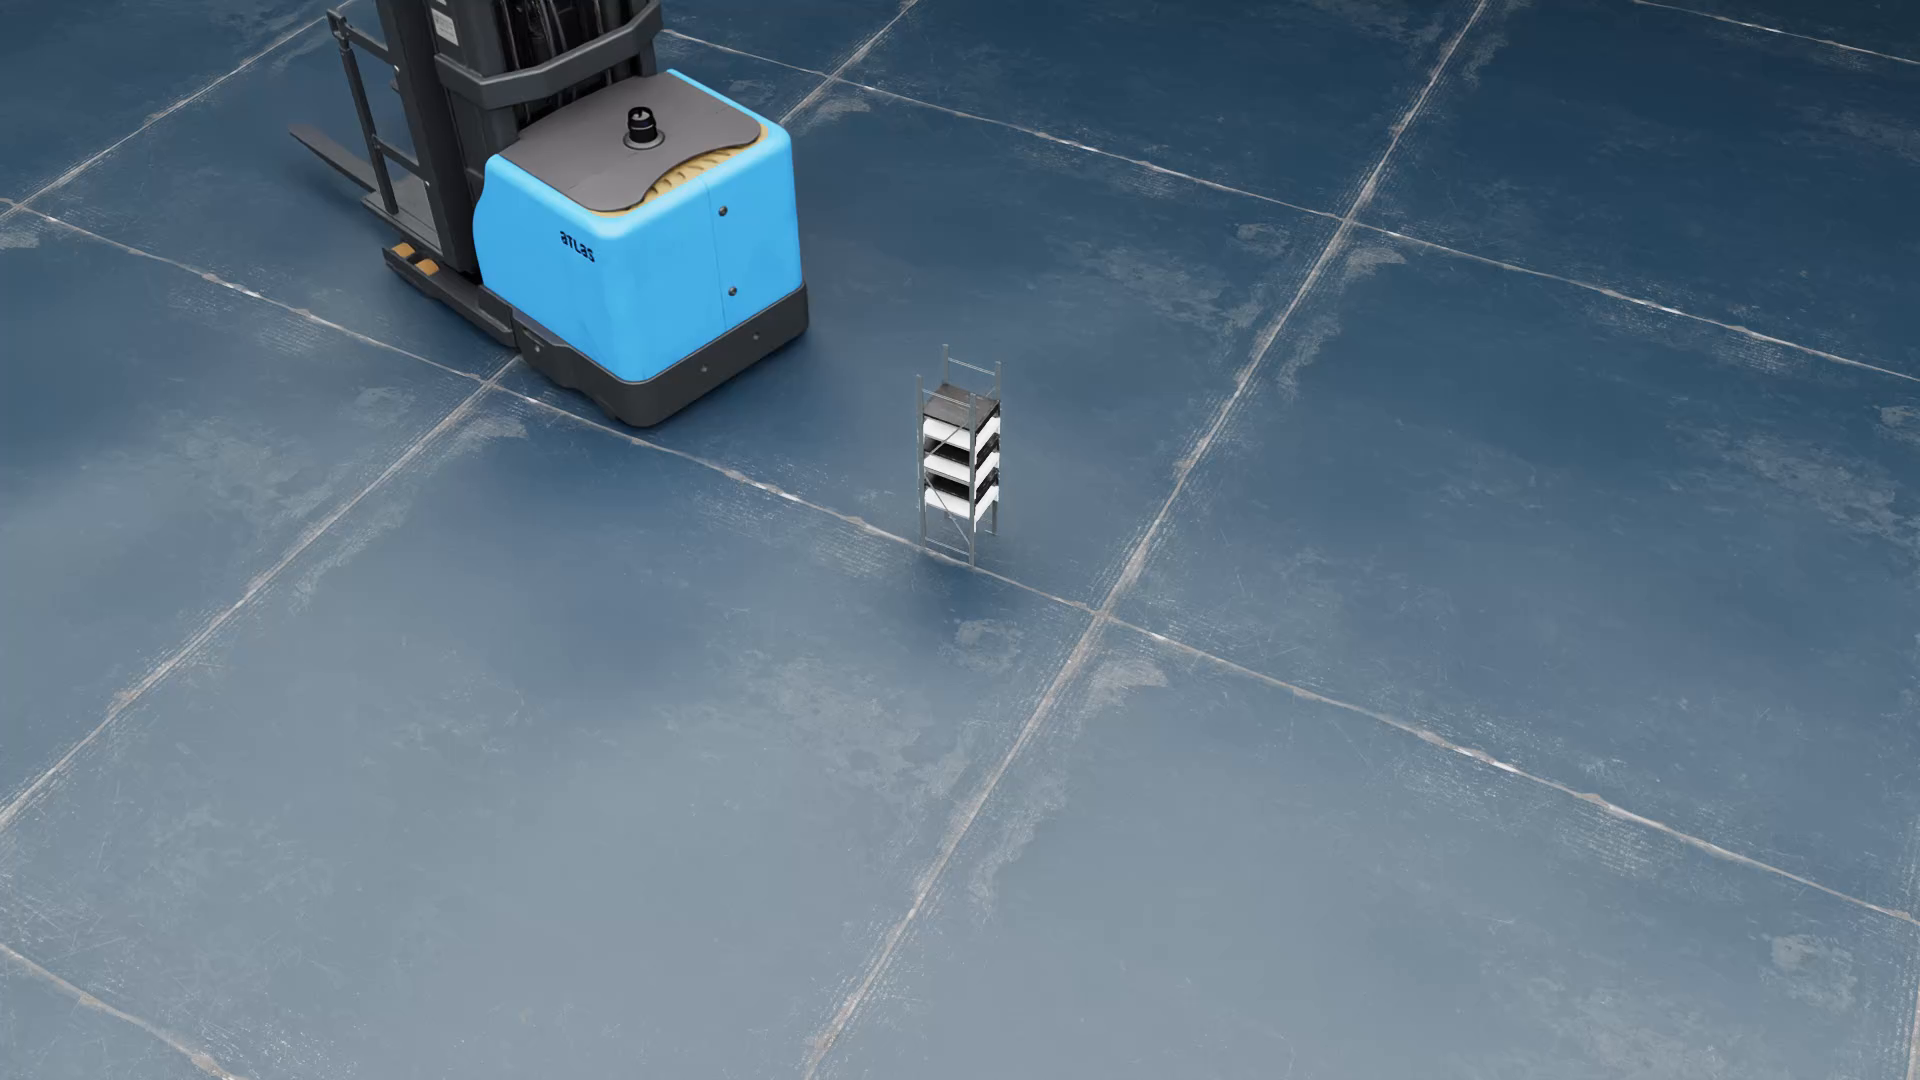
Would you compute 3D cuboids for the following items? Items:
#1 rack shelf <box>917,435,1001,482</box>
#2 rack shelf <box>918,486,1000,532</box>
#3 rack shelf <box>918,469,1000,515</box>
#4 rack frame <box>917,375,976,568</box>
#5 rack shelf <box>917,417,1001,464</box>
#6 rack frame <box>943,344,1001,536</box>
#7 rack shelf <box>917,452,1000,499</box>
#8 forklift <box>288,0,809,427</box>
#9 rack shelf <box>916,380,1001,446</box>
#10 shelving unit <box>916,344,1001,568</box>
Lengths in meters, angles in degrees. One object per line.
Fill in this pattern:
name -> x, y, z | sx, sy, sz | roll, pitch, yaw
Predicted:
rack shelf -> -0.004, -0.351, 6.385 | 0.258, 0.077, 0.200 | 20, 49, 19
rack shelf -> -0.004, -0.161, 6.577 | 0.258, 0.077, 0.200 | 20, 49, 19
rack shelf -> -0.004, -0.225, 6.513 | 0.258, 0.077, 0.200 | 20, 49, 19
rack frame -> -0.051, -0.247, 6.362 | 0.240, 0.900, 0.006 | 20, 49, 19
rack shelf -> -0.004, -0.414, 6.321 | 0.258, 0.077, 0.200 | 20, 49, 19
rack frame -> 0.043, -0.375, 6.488 | 0.240, 0.900, 0.006 | 20, 49, 19
rack shelf -> -0.004, -0.288, 6.449 | 0.258, 0.077, 0.200 | 20, 49, 19
forklift -> -2.115, -2.438, 7.099 | 3.031, 2.935, 1.130 | 33, 54, 29
rack shelf -> -0.004, -0.478, 6.257 | 0.258, 0.077, 0.200 | 20, 49, 19
shelving unit -> -0.004, -0.311, 6.425 | 0.258, 0.900, 0.210 | 20, 49, 19
